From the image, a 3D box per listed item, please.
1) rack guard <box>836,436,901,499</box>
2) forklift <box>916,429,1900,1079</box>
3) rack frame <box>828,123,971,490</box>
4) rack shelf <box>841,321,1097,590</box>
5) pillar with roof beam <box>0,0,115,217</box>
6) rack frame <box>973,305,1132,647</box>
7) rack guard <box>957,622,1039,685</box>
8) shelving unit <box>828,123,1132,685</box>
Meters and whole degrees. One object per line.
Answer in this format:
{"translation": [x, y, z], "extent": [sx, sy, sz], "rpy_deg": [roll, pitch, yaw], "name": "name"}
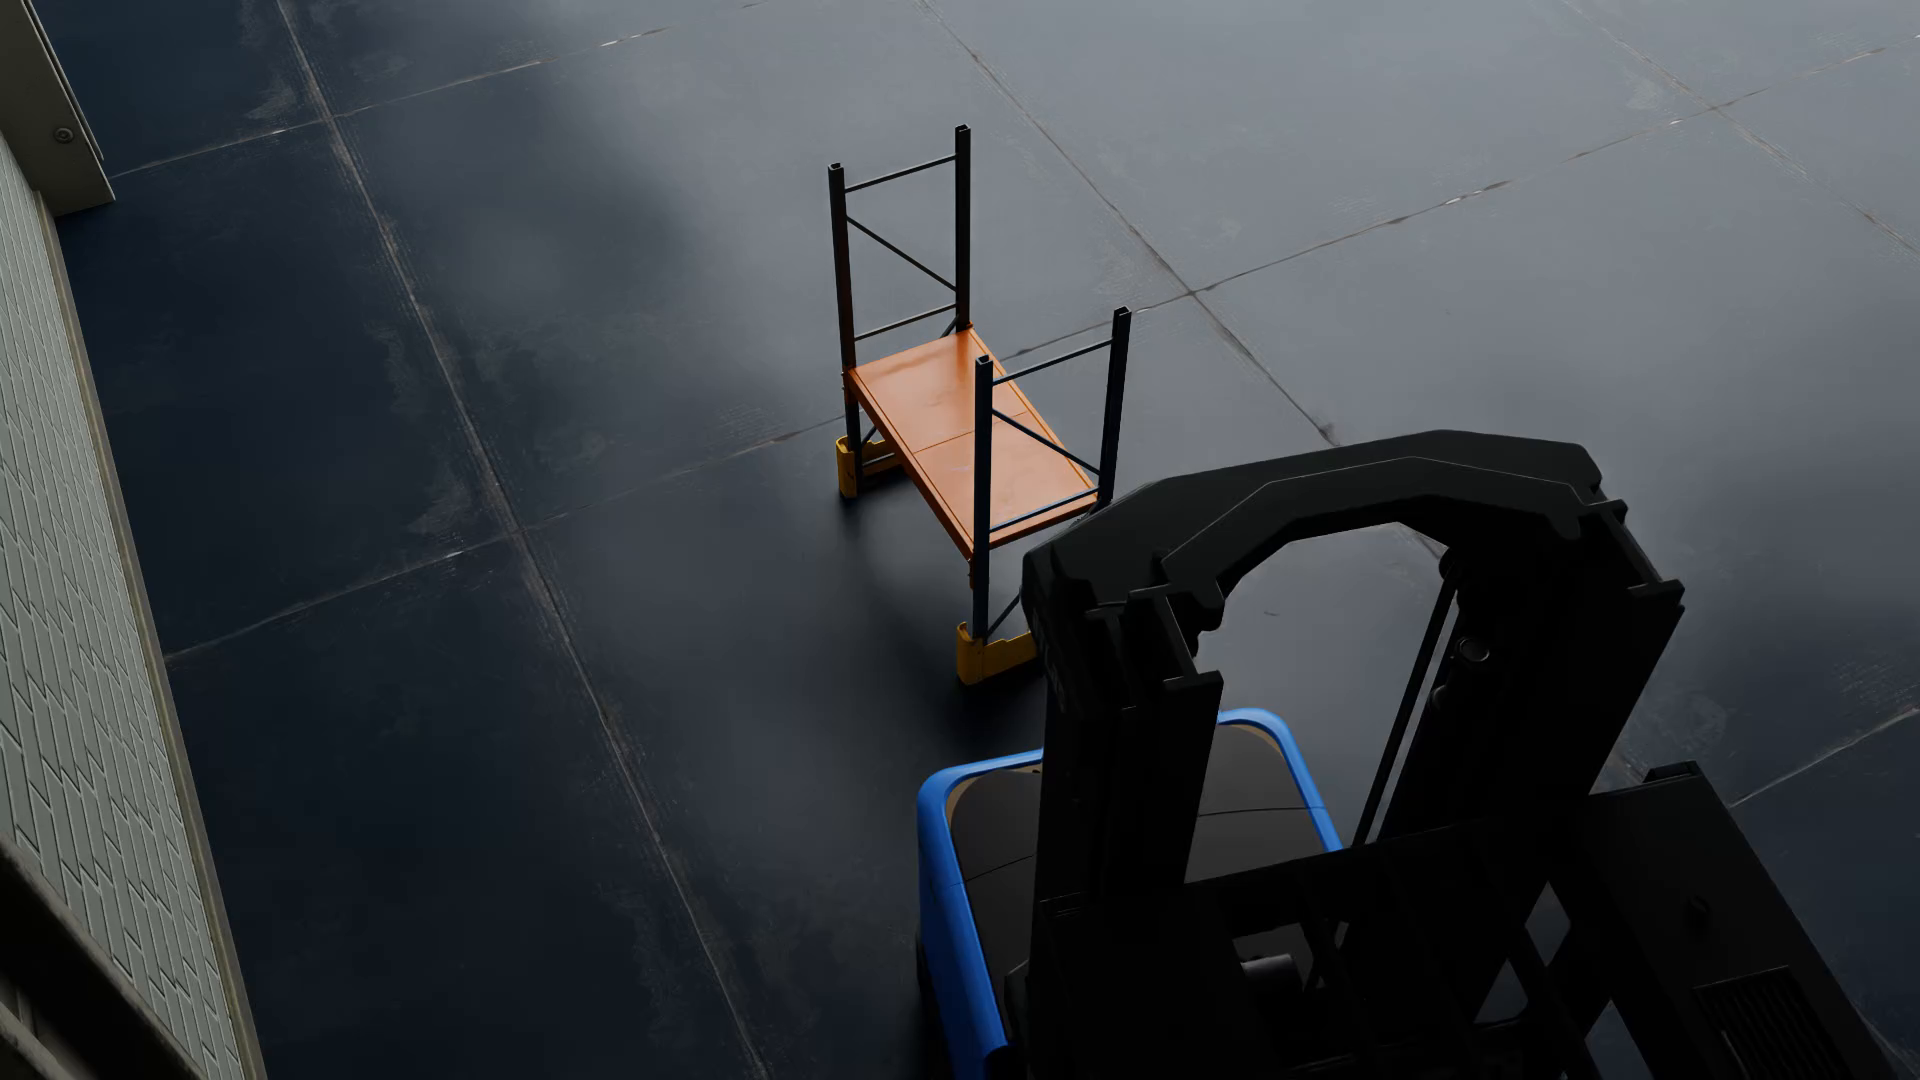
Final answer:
{"translation": [-0.193, -0.365, 6.403], "extent": [0.587, 0.250, 0.087], "rpy_deg": [-21, 52, -18], "name": "rack guard"}
{"translation": [0.714, 1.342, 3.129], "extent": [1.130, 2.935, 3.031], "rpy_deg": [-10, 50, -9], "name": "forklift"}
{"translation": [-0.194, -0.777, 5.933], "extent": [0.500, 1.500, 0.032], "rpy_deg": [-21, 52, -18], "name": "rack frame"}
{"translation": [0.039, -0.318, 5.771], "extent": [0.538, 0.185, 1.000], "rpy_deg": [-21, 52, -18], "name": "rack shelf"}
{"translation": [-0.265, -6.079, 5.589], "extent": [9.100, 9.000, 0.400], "rpy_deg": [-21, 52, -18], "name": "pillar with roof beam"}
{"translation": [0.272, -0.096, 5.338], "extent": [0.500, 1.500, 0.032], "rpy_deg": [-21, 52, -18], "name": "rack frame"}
{"translation": [0.263, 0.302, 5.820], "extent": [0.587, 0.250, 0.087], "rpy_deg": [-21, 52, -18], "name": "rack guard"}
{"translation": [0.035, -0.443, 5.641], "extent": [0.587, 1.500, 1.083], "rpy_deg": [-21, 52, -18], "name": "shelving unit"}
